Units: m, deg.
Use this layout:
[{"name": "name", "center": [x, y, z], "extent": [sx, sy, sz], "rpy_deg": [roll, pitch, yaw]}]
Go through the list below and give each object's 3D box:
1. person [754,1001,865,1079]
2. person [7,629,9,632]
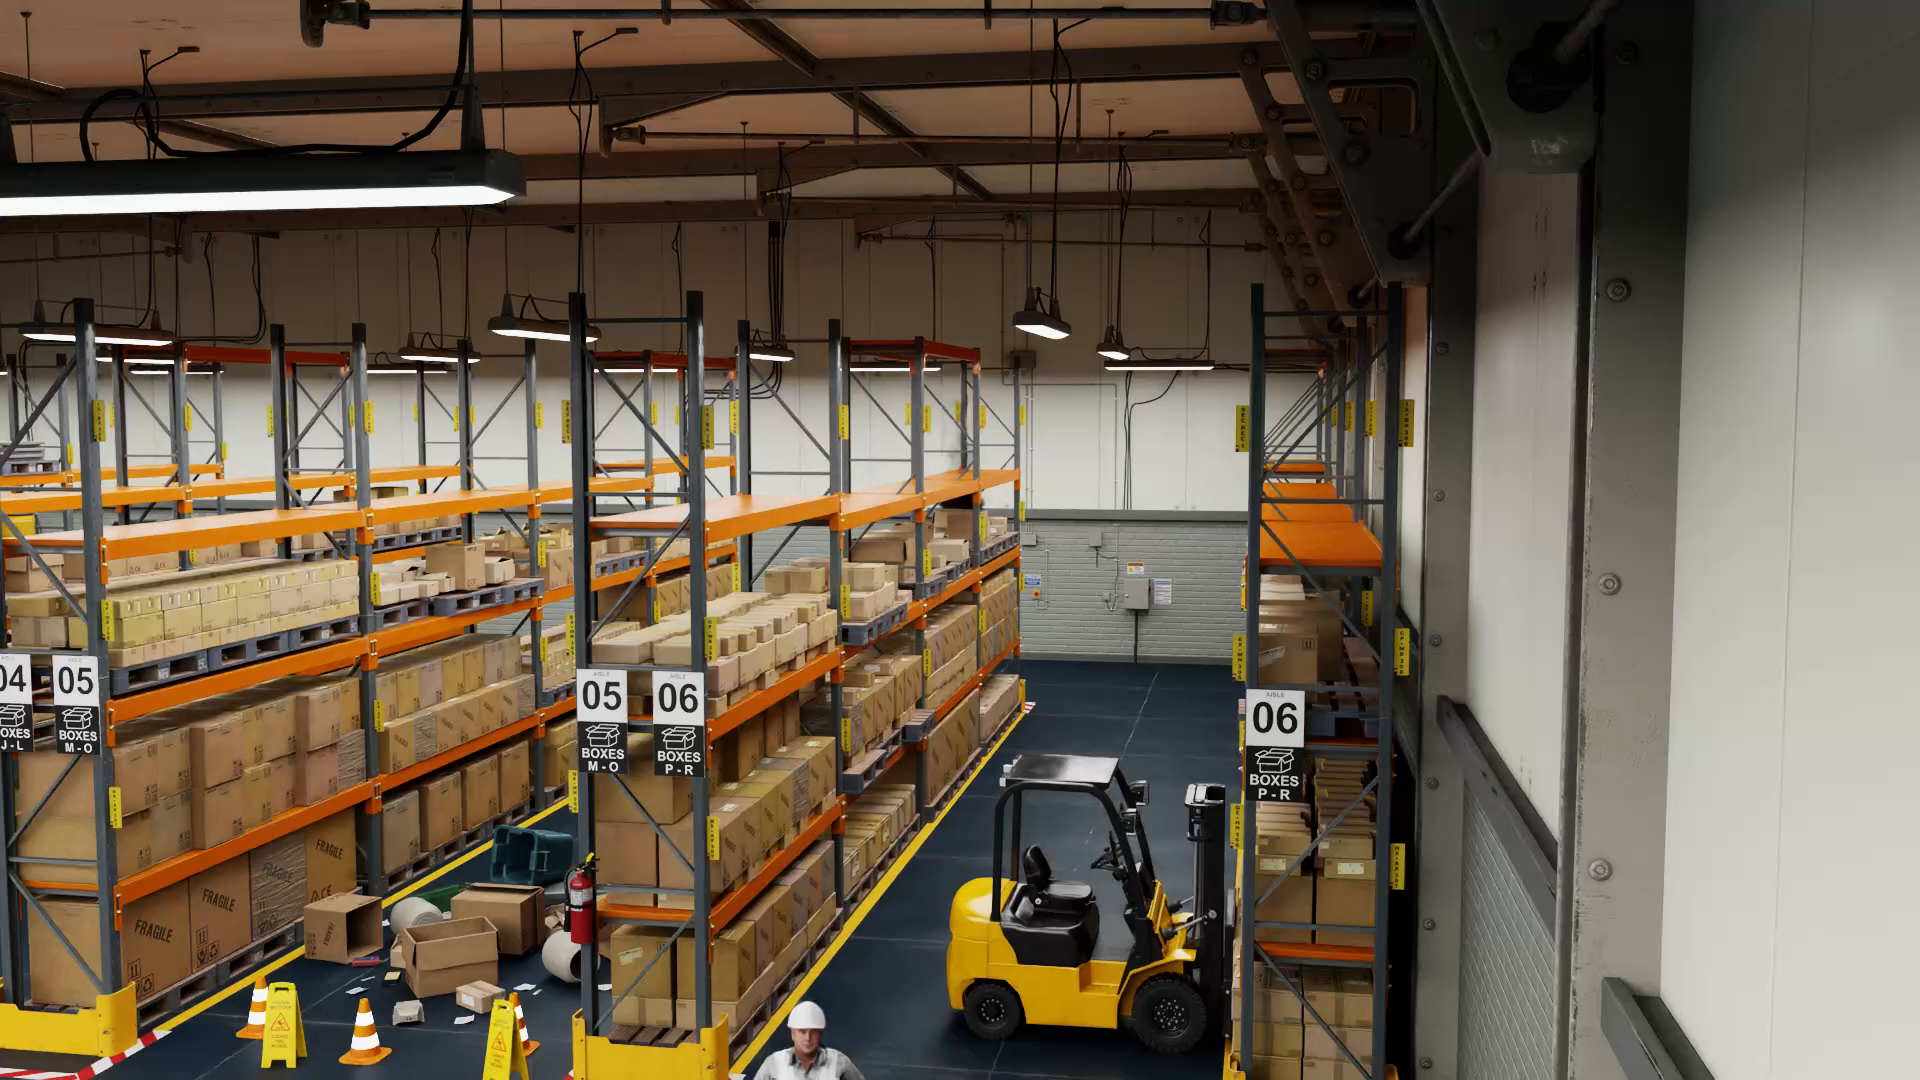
[{"name": "person", "center": [-0.893, 3.512, 9.484], "extent": [0.699, 1.771, 0.976], "rpy_deg": [0, 5, 0]}, {"name": "person", "center": [-16.336, 1.931, 29.081], "extent": [0.673, 1.841, 0.950], "rpy_deg": [0, 5, 5]}]
